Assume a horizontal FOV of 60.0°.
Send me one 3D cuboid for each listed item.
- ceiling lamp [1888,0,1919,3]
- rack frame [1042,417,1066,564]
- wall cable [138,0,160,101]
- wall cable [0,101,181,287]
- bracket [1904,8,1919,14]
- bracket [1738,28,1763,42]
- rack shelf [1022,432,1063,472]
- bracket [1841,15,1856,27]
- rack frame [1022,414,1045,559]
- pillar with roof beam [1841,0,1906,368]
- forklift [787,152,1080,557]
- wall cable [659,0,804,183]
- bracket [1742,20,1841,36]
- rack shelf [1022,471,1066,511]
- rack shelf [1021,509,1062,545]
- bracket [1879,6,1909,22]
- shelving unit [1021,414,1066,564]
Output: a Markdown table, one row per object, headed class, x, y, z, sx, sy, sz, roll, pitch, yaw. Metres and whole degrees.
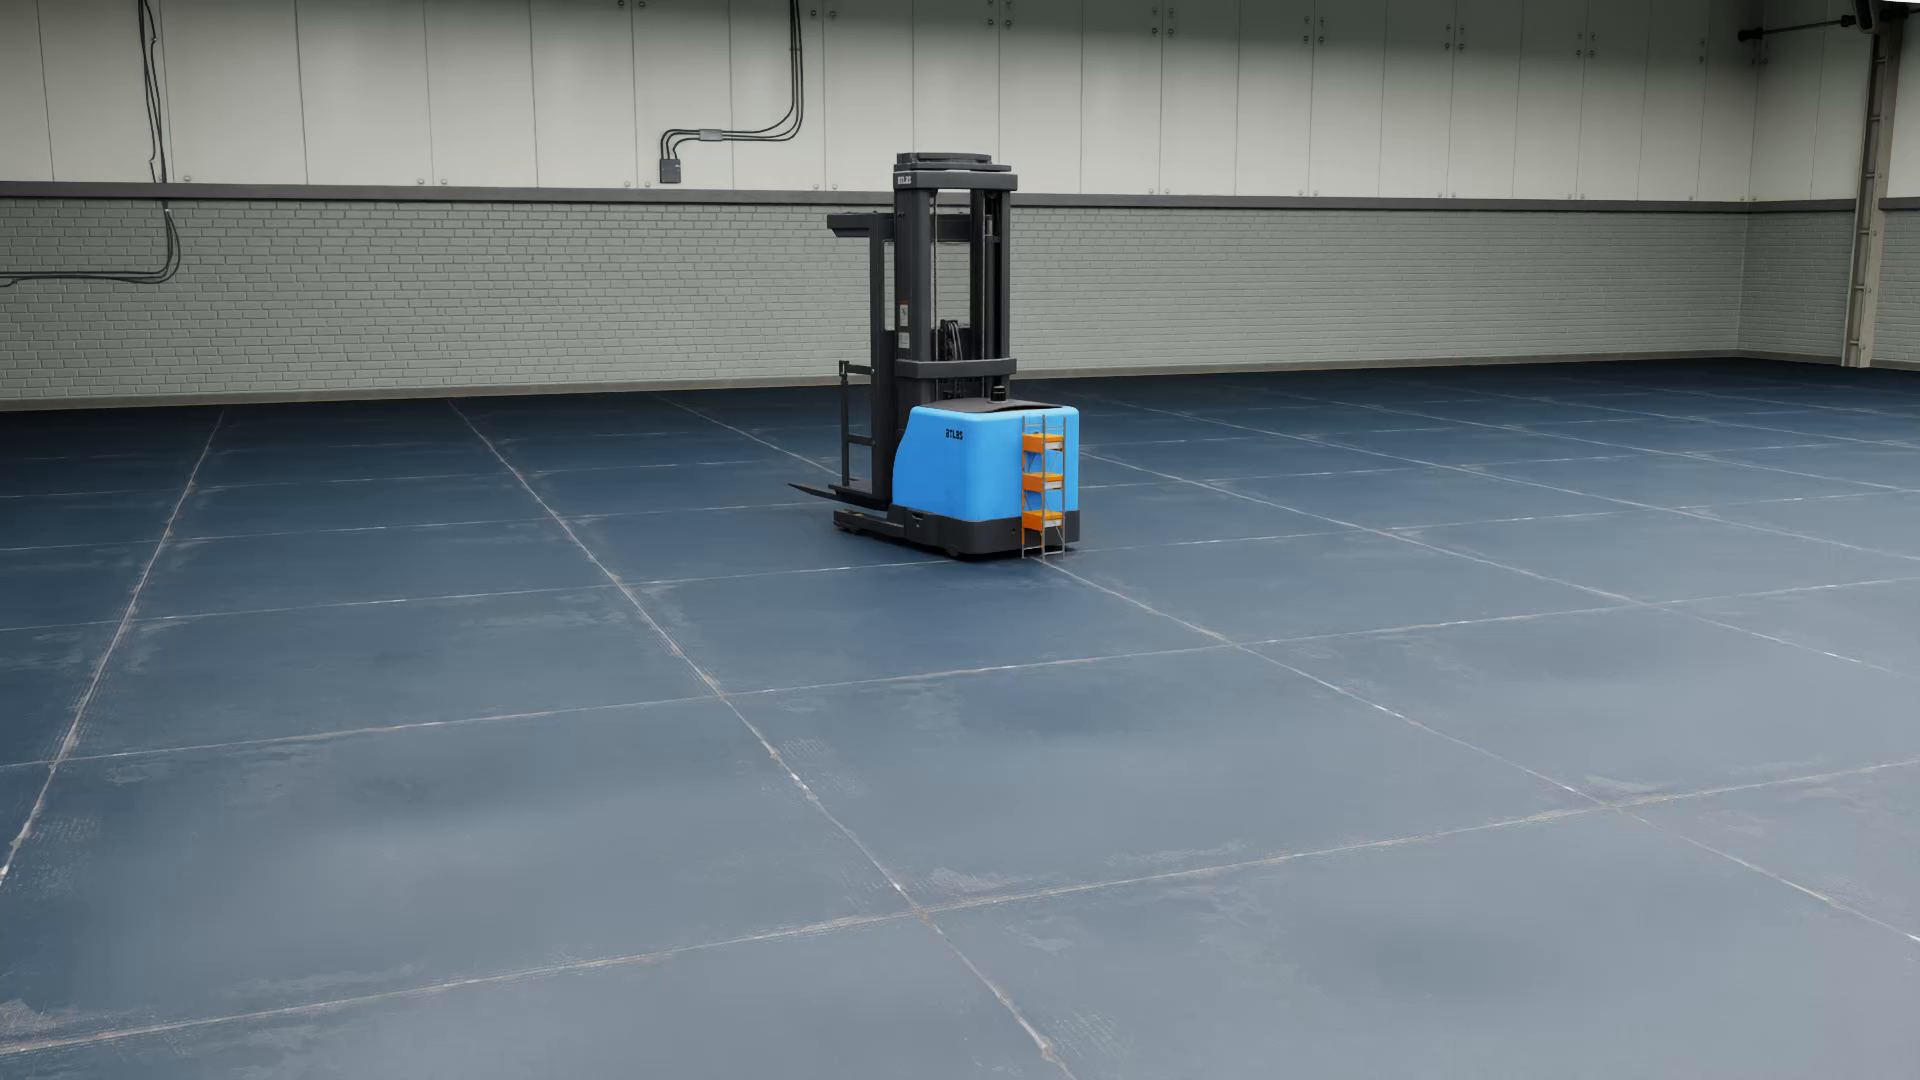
| class | x | y | z | sx | sy | sz | roll | pitch | yaw |
| --- | --- | --- | --- | --- | --- | --- | --- | --- | --- |
| ceiling lamp | 13.595 | -9.634 | 24.601 | 2.000 | 3.144 | 0.800 | -4 | 11 | -21 |
| rack frame | 0.673 | -0.355 | 11.917 | 0.200 | 1.050 | 0.008 | -7 | 12 | -34 |
| wall cable | -9.855 | -7.381 | 23.163 | 3.097 | 2.526 | 0.112 | -4 | 11 | -21 |
| wall cable | -12.376 | -4.722 | 22.640 | 3.097 | 2.526 | 0.112 | -4 | 11 | -21 |
| bracket | 17.571 | -8.947 | 27.244 | 0.076 | 0.066 | 4.783 | -4 | 11 | -21 |
| bracket | 15.478 | -9.890 | 32.545 | 0.235 | 0.232 | 0.430 | -4 | 11 | -21 |
| rack shelf | 0.604 | -0.641 | 11.968 | 0.215 | 0.259 | 0.240 | -7 | 12 | -34 |
| bracket | 16.337 | -9.503 | 30.370 | 0.235 | 0.232 | 0.430 | -4 | 11 | -21 |
| rack frame | 0.534 | -0.390 | 12.114 | 0.200 | 1.050 | 0.008 | -7 | 12 | -34 |
| pillar with roof beam | 12.806 | -7.412 | 28.895 | 9.100 | 9.000 | 0.548 | -4 | 11 | -21 |
| forklift | -0.356 | -1.532 | 13.166 | 1.130 | 2.935 | 3.031 | -7 | 12 | -34 |
| wall cable | -3.522 | -8.525 | 25.443 | 2.305 | 6.003 | 0.169 | -4 | 11 | -21 |
| bracket | 15.692 | -9.793 | 32.003 | 0.076 | 0.066 | 3.189 | -4 | 11 | -21 |
| rack shelf | 0.604 | -0.362 | 12.017 | 0.215 | 0.259 | 0.240 | -7 | 12 | -34 |
| rack shelf | 0.604 | -0.088 | 12.066 | 0.215 | 0.259 | 0.240 | -7 | 12 | -34 |
| bracket | 16.638 | -9.367 | 29.608 | 0.235 | 0.232 | 0.430 | -4 | 11 | -21 |
| shelving unit | 0.604 | -0.372 | 12.016 | 0.215 | 1.050 | 0.252 | -7 | 12 | -34 |
